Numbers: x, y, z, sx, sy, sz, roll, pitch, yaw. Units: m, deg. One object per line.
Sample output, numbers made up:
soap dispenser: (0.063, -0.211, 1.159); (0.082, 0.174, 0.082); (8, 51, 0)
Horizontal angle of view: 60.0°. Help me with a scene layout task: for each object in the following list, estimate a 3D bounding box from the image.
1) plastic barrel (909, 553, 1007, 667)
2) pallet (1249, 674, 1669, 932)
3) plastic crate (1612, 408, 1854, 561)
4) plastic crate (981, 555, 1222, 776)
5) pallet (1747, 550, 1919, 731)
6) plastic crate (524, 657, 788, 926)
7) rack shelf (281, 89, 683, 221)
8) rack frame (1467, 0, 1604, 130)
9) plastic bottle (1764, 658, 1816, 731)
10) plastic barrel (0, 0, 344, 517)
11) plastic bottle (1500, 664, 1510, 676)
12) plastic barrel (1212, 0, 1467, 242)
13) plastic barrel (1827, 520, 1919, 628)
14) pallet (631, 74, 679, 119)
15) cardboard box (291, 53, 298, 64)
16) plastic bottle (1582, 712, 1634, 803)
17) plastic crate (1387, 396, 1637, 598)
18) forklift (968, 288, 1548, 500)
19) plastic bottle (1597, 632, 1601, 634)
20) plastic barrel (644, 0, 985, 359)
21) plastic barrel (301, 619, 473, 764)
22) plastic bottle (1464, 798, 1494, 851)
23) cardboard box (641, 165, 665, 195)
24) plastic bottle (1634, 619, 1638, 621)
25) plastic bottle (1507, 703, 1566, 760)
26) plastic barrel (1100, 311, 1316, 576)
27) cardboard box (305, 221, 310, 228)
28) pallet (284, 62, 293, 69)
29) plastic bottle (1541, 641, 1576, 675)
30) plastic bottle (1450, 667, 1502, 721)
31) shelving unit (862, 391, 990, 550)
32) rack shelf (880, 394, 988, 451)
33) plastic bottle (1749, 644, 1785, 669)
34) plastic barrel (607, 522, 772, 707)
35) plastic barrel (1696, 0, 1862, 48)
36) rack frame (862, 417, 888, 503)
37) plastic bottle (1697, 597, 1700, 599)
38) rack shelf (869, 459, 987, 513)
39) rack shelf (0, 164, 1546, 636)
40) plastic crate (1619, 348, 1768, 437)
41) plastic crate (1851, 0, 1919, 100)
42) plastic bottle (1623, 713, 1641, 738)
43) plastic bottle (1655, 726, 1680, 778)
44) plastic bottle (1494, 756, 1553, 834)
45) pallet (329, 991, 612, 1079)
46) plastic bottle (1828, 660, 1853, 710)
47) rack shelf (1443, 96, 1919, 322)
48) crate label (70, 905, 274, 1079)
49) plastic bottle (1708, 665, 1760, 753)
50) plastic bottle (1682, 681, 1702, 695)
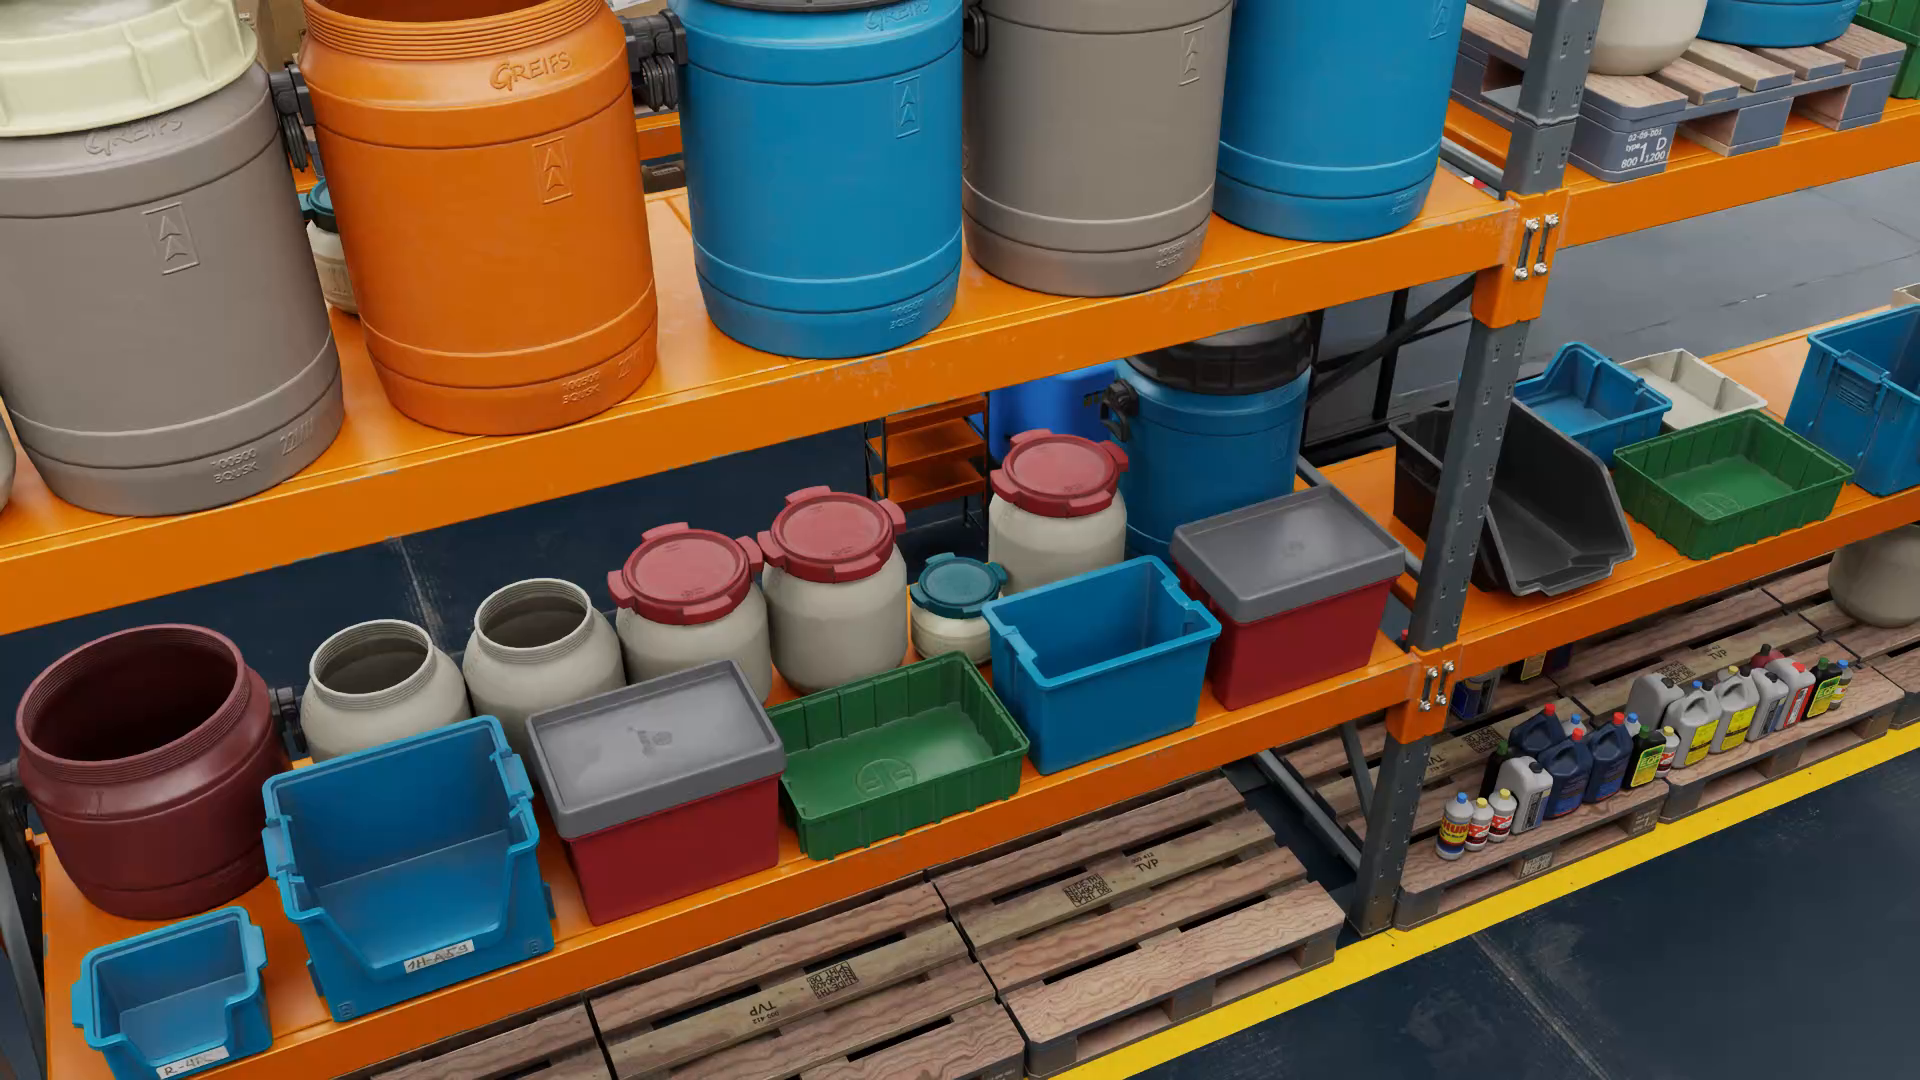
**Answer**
plastic barrel: (-0.005, 0.224, 5.046); (0.301, 0.262, 0.301); (0, 37, 0)
pallet: (1.884, 0.889, 6.374); (1.213, 0.211, 1.003); (-16, 39, -20)
plastic crate: (2.607, -0.190, 5.666); (0.662, 0.188, 0.450); (-16, 39, -20)
plastic crate: (0.392, 0.370, 4.747); (0.575, 0.384, 0.392); (-16, 39, -20)
pallet: (4.093, 0.271, 7.207); (1.213, 0.211, 1.003); (-16, 39, -20)
plastic crate: (-0.769, 0.659, 4.290); (0.583, 0.464, 0.402); (-16, 39, -20)
rack shelf: (-2.656, -1.960, 8.478); (4.000, 0.370, 1.077); (-16, 39, -20)
rack frame: (1.259, -2.493, 3.558); (0.127, 3.000, 1.000); (-16, 39, -20)
plastic bottle: (3.164, 0.571, 6.379); (0.135, 0.276, 0.152); (-15, 39, -20)
plastic barrel: (-1.527, -0.568, 3.059); (0.600, 0.901, 0.600); (0, 37, 0)
plastic bottle: (2.185, 0.355, 6.608); (0.185, 0.351, 0.144); (-16, 39, -20)
plastic barrel: (0.891, -1.244, 3.971); (0.708, 0.901, 0.600); (-16, 39, -20)
plastic barrel: (3.863, 0.069, 6.875); (0.421, 0.512, 0.421); (0, 37, 0)
pallet: (-1.599, -2.563, 8.848); (1.213, 0.211, 1.003); (-16, 39, -20)
cardboard box: (-2.852, -2.151, 7.905); (0.500, 0.250, 0.500); (-17, 40, -21)
plastic bottle: (2.337, 0.775, 6.041); (0.185, 0.351, 0.144); (-17, 40, -22)
plastic crate: (1.787, -0.123, 5.450); (0.504, 0.338, 0.767); (-16, 39, -20)
forklift: (1.542, -1.663, 7.532); (3.031, 2.935, 1.130); (-16, 40, -21)
plastic bottle: (2.615, 0.279, 6.835); (0.097, 0.201, 0.097); (0, 37, 0)
plastic barrel: (-0.294, -0.913, 3.524); (0.708, 0.901, 0.600); (-16, 39, -20)
plastic barrel: (-1.522, 0.508, 4.453); (0.421, 0.512, 0.421); (0, 37, 0)
plastic bottle: (1.825, 0.994, 5.872); (0.097, 0.201, 0.097); (0, 37, 0)
cardboard box: (-1.851, -1.673, 9.217); (0.500, 0.500, 0.700); (-16, 39, -20)
plastic bottle: (2.796, 0.201, 6.883); (0.097, 0.271, 0.097); (0, 37, 0)
plastic bottle: (2.104, 0.745, 6.082); (0.185, 0.351, 0.144); (-16, 39, -20)
plastic barrel: (0.780, -0.351, 5.284); (0.708, 0.901, 0.600); (-16, 39, -20)
cardboard box: (-3.397, -1.542, 8.410); (0.500, 0.250, 0.500); (-11, 38, -15)
pallet: (-4.634, -3.788, 12.680); (1.213, 0.211, 1.003); (-16, 39, -20)
plastic bottle: (2.380, 0.400, 6.603); (0.133, 0.283, 0.061); (-16, 39, -20)
plastic bottle: (1.979, 0.540, 6.421); (0.135, 0.276, 0.152); (-16, 39, -20)
shelving unit: (-0.150, -0.440, 7.336); (0.503, 1.200, 0.258); (-16, 39, -20)
rack shelf: (-0.150, -0.566, 7.243); (0.480, 0.148, 0.258); (-16, 39, -20)
plastic bottle: (3.118, 0.511, 6.454); (0.133, 0.283, 0.061); (-16, 39, -20)
plastic barrel: (-0.756, 0.281, 4.739); (0.433, 0.535, 0.433); (0, 37, 0)
plastic barrel: (2.205, -1.853, 4.439); (0.708, 0.901, 0.600); (-16, 39, -20)
rack frame: (-0.371, -0.378, 7.253); (0.015, 1.200, 0.240); (-16, 39, -20)
plastic bottle: (3.106, 0.114, 6.999); (0.097, 0.271, 0.097); (0, 37, 0)
rack shelf: (-0.150, -0.226, 7.494); (0.480, 0.148, 0.258); (-16, 39, -20)
rack shelf: (-0.552, -0.493, 3.983); (4.000, 0.370, 1.077); (-16, 39, -20)
plastic crate: (2.621, -0.525, 6.162); (0.437, 0.136, 0.530); (-16, 39, -20)
plastic crate: (2.803, -1.456, 4.855); (0.450, 0.188, 0.336); (-16, 39, -20)
plastic bottle: (2.454, 0.750, 6.142); (0.097, 0.271, 0.097); (0, 37, 0)
plastic bottle: (2.603, 0.776, 6.165); (0.097, 0.201, 0.097); (0, 37, 0)
plastic bottle: (2.014, 0.893, 5.945); (0.135, 0.276, 0.152); (-14, 39, -18)
pallet: (-1.645, 1.874, 5.047); (1.213, 0.211, 1.003); (-16, 39, -20)
plastic bottle: (3.403, 0.552, 6.467); (0.097, 0.201, 0.097); (0, 37, 0)
rack shelf: (3.069, -1.506, 5.348); (4.000, 0.370, 1.077); (-16, 39, -20)
crate label: (-1.822, 1.092, 3.901); (0.416, 0.233, 0.303); (-16, 39, -20)
plastic bottle: (2.890, 0.621, 6.250); (0.185, 0.351, 0.144); (-14, 39, -18)
plastic bottle: (2.799, 0.627, 6.367); (0.097, 0.201, 0.097); (0, 37, 0)
